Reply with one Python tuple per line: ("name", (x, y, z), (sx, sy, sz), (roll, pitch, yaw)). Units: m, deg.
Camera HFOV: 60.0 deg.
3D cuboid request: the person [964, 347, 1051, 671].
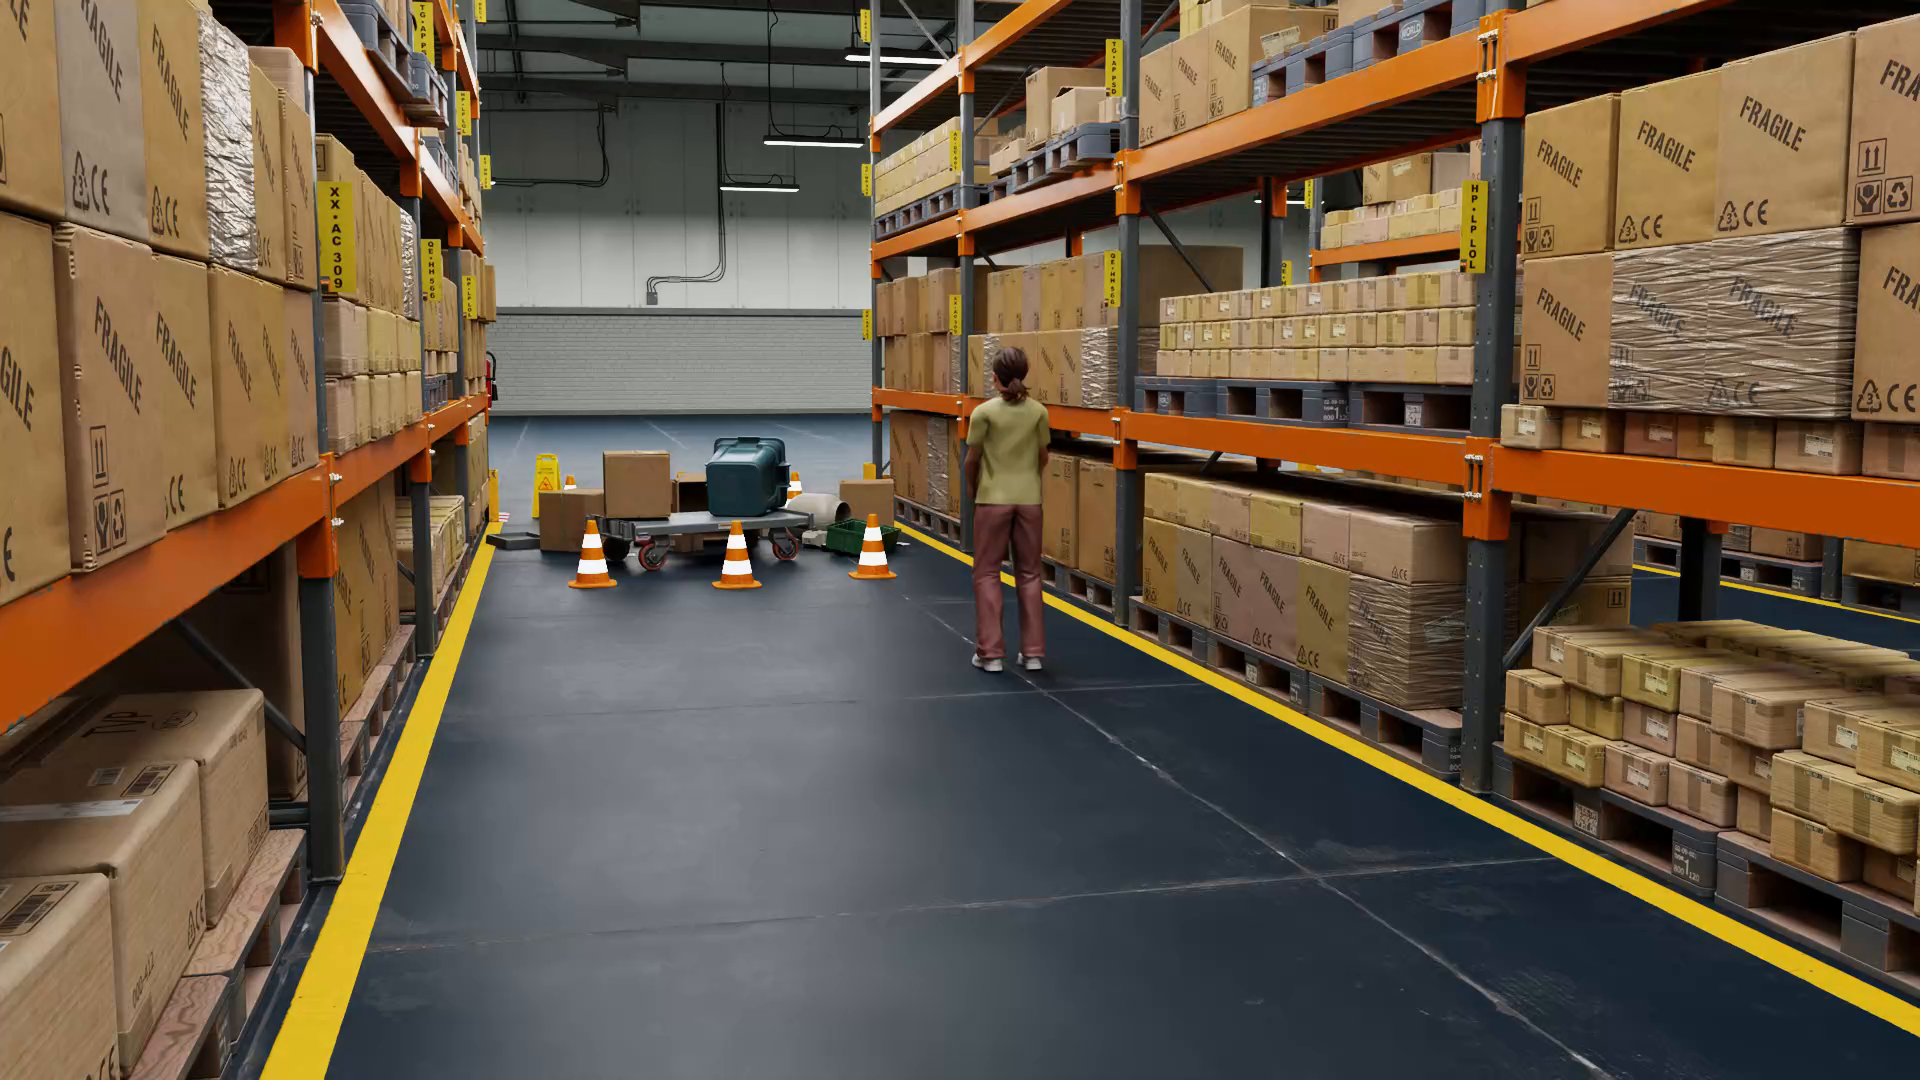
("person", (0.232, -0.039, 8.687), (0.452, 1.418, 0.506), (-2, 6, -14))
